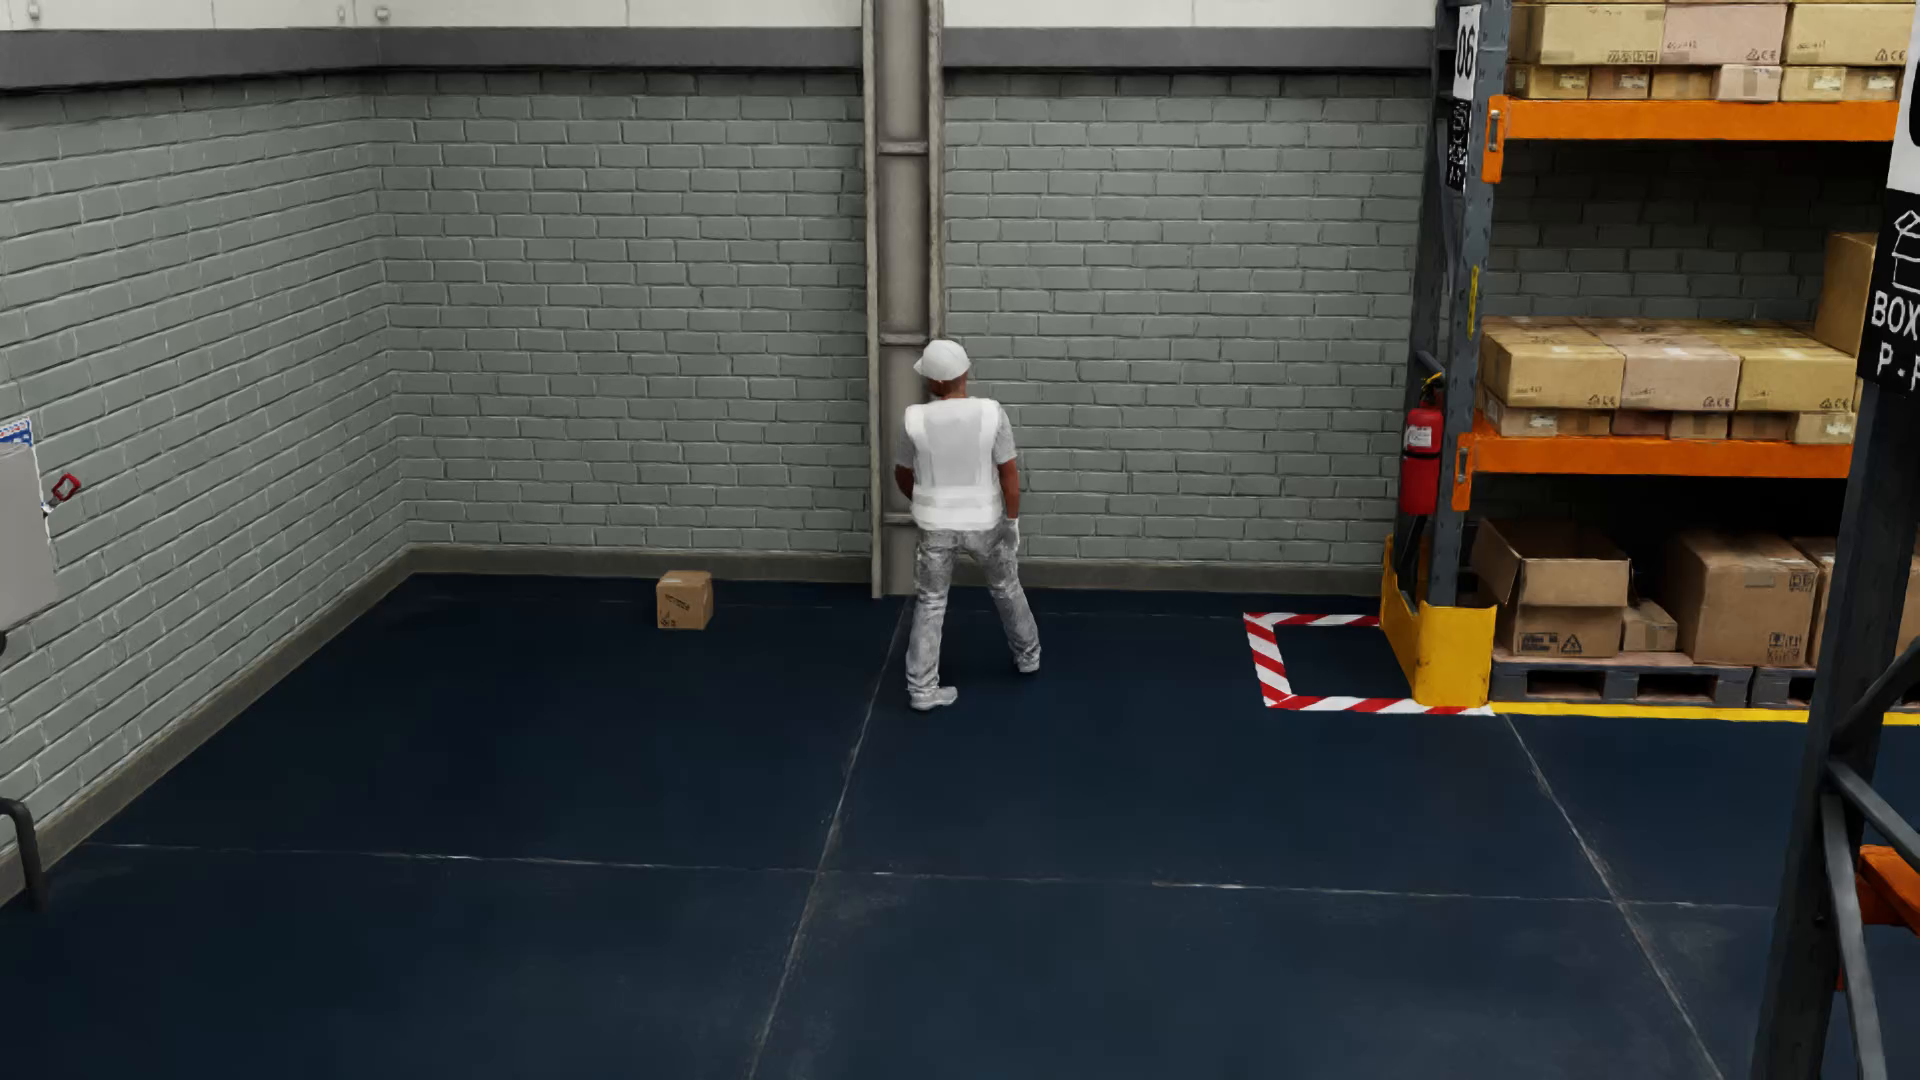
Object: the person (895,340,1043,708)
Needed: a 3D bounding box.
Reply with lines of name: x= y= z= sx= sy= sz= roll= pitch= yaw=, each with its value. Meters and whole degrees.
person: x=0.056 y=-0.111 z=7.941 sx=0.727 sy=1.748 sz=0.679 roll=-1 pitch=17 yaw=-4
